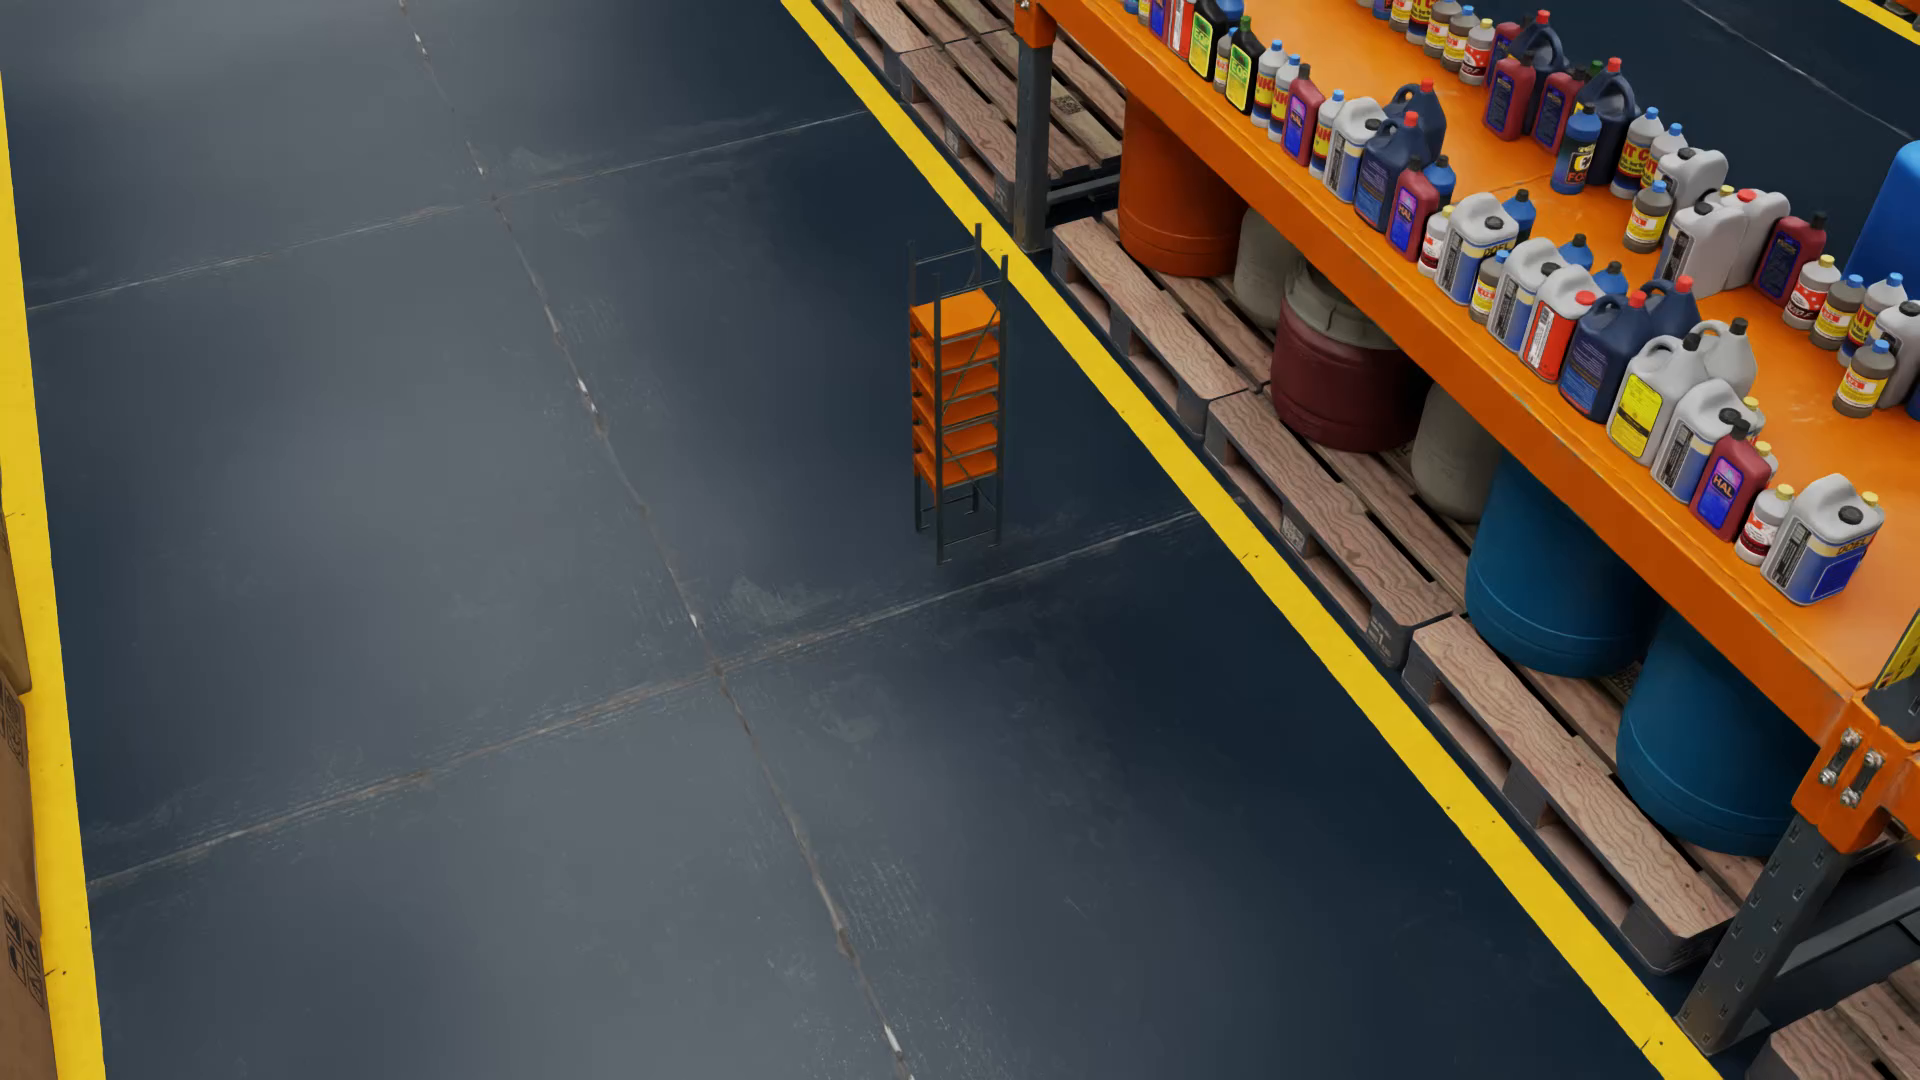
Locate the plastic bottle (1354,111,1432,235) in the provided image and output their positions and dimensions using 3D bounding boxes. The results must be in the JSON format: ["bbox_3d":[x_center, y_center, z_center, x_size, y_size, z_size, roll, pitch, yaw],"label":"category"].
[{"bbox_3d":[1.238,-1.065,4.729,0.144,0.351,0.185,-18,47,-17],"label":"plastic bottle"}]

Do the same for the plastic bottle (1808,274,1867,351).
[{"bbox_3d":[2.317,-0.606,4.370,0.097,0.201,0.097,0,45,0],"label":"plastic bottle"}]

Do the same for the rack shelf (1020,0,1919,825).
[{"bbox_3d":[1.544,-0.910,5.049,1.077,0.370,4.000,-18,47,-17],"label":"rack shelf"}]

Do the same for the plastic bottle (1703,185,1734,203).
[{"bbox_3d":[2.123,-0.900,4.668,0.097,0.201,0.097,0,45,0],"label":"plastic bottle"}]

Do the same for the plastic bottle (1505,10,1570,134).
[{"bbox_3d":[1.770,-1.449,5.118,0.144,0.351,0.185,-18,47,-17],"label":"plastic bottle"}]

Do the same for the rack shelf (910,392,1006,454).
[{"bbox_3d":[-0.006,-0.405,5.369,0.258,0.103,0.180,-18,47,-17],"label":"rack shelf"}]

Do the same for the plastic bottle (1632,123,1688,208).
[{"bbox_3d":[2.025,-1.073,4.794,0.097,0.271,0.097,0,45,0],"label":"plastic bottle"}]

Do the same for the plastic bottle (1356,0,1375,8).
[{"bbox_3d":[1.430,-1.950,5.732,0.097,0.201,0.097,0,45,0],"label":"plastic bottle"}]

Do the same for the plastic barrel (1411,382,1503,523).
[{"bbox_3d":[1.717,-0.345,5.436,0.421,0.512,0.421,0,45,0],"label":"plastic barrel"}]

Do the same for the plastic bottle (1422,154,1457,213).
[{"bbox_3d":[1.332,-0.958,4.677,0.097,0.271,0.097,0,45,0],"label":"plastic bottle"}]

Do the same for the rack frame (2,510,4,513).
[{"bbox_3d":[-3.791,-0.978,4.605,1.000,3.000,0.127,-18,47,-17],"label":"rack frame"}]

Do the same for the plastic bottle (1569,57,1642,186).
[{"bbox_3d":[1.904,-1.246,4.913,0.144,0.351,0.185,-18,47,-17],"label":"plastic bottle"}]

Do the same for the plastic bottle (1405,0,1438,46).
[{"bbox_3d":[1.553,-1.789,5.519,0.097,0.271,0.097,0,45,0],"label":"plastic bottle"}]

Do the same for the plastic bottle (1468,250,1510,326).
[{"bbox_3d":[1.430,-0.682,4.447,0.097,0.201,0.097,0,45,0],"label":"plastic bottle"}]

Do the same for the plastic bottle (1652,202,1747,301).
[{"bbox_3d":[2.009,-0.800,4.514,0.152,0.276,0.135,-18,47,-17],"label":"plastic bottle"}]

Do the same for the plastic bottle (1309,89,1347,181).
[{"bbox_3d":[1.101,-1.206,4.928,0.097,0.271,0.097,0,45,0],"label":"plastic bottle"}]

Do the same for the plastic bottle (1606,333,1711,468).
[{"bbox_3d":[1.701,-0.363,4.018,0.144,0.351,0.185,-18,47,-17],"label":"plastic bottle"}]

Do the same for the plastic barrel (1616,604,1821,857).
[{"bbox_3d":[2.172,0.354,4.451,0.600,0.901,0.708,-18,47,-17],"label":"plastic barrel"}]

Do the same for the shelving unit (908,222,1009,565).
[{"bbox_3d":[-0.006,-0.436,5.338,0.258,1.200,0.189,-18,47,-17],"label":"shelving unit"}]

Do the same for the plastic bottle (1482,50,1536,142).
[{"bbox_3d":[1.688,-1.379,5.095,0.061,0.283,0.133,-18,47,-17],"label":"plastic bottle"}]

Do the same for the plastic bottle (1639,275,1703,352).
[{"bbox_3d":[1.755,-0.524,4.180,0.144,0.351,0.185,-18,47,-17],"label":"plastic bottle"}]

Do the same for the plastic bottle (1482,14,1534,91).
[{"bbox_3d":[1.741,-1.539,5.257,0.061,0.283,0.133,-18,47,-17],"label":"plastic bottle"}]

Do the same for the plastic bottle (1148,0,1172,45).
[{"bbox_3d":[0.688,-1.805,5.527,0.061,0.283,0.133,-18,47,-17],"label":"plastic bottle"}]

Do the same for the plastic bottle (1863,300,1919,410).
[{"bbox_3d":[2.382,-0.488,4.197,0.152,0.276,0.135,-18,47,-17],"label":"plastic bottle"}]

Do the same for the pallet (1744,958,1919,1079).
[{"bbox_3d":[2.729,1.558,4.021,1.003,0.211,1.213,-18,47,-17],"label":"pallet"}]

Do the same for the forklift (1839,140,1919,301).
[{"bbox_3d":[4.685,-1.400,5.082,3.031,2.935,1.130,-4,45,-4],"label":"forklift"}]

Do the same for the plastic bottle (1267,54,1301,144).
[{"bbox_3d":[1.004,-1.353,5.077,0.097,0.271,0.097,0,45,0],"label":"plastic bottle"}]

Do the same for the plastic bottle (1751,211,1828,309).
[{"bbox_3d":[2.244,-0.776,4.484,0.061,0.283,0.133,-18,47,-17],"label":"plastic bottle"}]

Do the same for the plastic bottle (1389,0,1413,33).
[{"bbox_3d":[1.512,-1.826,5.606,0.097,0.201,0.097,0,45,0],"label":"plastic bottle"}]

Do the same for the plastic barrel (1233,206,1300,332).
[{"bbox_3d":[1.243,-1.064,6.165,0.421,0.512,0.421,0,45,0],"label":"plastic barrel"}]

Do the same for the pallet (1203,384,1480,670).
[{"bbox_3d":[1.581,-0.182,5.784,1.003,0.211,1.213,-18,47,-17],"label":"pallet"}]

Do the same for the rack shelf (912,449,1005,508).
[{"bbox_3d":[-0.006,-0.234,5.538,0.258,0.103,0.180,-18,47,-17],"label":"rack shelf"}]

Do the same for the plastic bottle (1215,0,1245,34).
[{"bbox_3d":[0.865,-1.665,5.393,0.097,0.271,0.097,0,45,0],"label":"plastic bottle"}]

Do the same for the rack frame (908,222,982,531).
[{"bbox_3d":[-0.045,-0.495,5.397,0.240,1.200,0.006,-18,47,-17],"label":"rack frame"}]

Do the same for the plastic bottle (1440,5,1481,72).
[{"bbox_3d":[1.635,-1.640,5.418,0.097,0.201,0.097,0,45,0],"label":"plastic bottle"}]

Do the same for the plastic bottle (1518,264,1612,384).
[{"bbox_3d":[1.560,-0.557,4.268,0.152,0.276,0.135,-18,47,-17],"label":"plastic bottle"}]

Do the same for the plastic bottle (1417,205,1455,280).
[{"bbox_3d":[1.332,-0.830,4.597,0.097,0.201,0.097,0,45,0],"label":"plastic bottle"}]

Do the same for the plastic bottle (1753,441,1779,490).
[{"bbox_3d":[1.851,-0.145,3.903,0.097,0.201,0.097,0,45,0],"label":"plastic bottle"}]

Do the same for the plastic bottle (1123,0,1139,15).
[{"bbox_3d":[0.616,-1.942,5.674,0.097,0.271,0.097,0,45,0],"label":"plastic bottle"}]

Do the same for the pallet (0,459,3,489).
[{"bbox_3d":[-4.118,-0.484,6.090,1.003,0.211,1.213,-18,47,-17],"label":"pallet"}]

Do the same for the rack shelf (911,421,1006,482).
[{"bbox_3d":[-0.006,-0.319,5.453,0.258,0.103,0.180,-18,47,-17],"label":"rack shelf"}]

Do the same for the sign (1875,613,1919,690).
[{"bbox_3d":[1.885,0.171,3.244,0.100,0.325,0.005,-18,47,-17],"label":"sign"}]

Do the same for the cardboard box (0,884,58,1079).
[{"bbox_3d":[-2.773,1.207,3.605,1.225,0.875,0.875,-20,48,-19],"label":"cardboard box"}]

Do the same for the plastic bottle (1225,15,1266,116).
[{"bbox_3d":[0.898,-1.487,5.205,0.061,0.283,0.133,-18,47,-17],"label":"plastic bottle"}]

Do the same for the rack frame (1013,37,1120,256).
[{"bbox_3d":[0.703,-2.441,6.088,1.000,3.000,0.127,-18,47,-17],"label":"rack frame"}]

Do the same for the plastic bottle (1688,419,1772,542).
[{"bbox_3d":[1.787,-0.140,3.839,0.061,0.283,0.133,-18,47,-17],"label":"plastic bottle"}]

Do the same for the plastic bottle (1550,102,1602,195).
[{"bbox_3d":[1.812,-1.155,4.876,0.097,0.271,0.097,0,45,0],"label":"plastic bottle"}]

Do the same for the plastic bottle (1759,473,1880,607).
[{"bbox_3d":[1.926,-0.003,3.706,0.152,0.276,0.135,-18,47,-17],"label":"plastic bottle"}]

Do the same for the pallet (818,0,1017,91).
[{"bbox_3d":[-0.097,-2.730,8.366,1.003,0.211,1.213,-18,47,-17],"label":"pallet"}]

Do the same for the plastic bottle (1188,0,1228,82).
[{"bbox_3d":[0.801,-1.634,5.354,0.061,0.283,0.133,-18,47,-17],"label":"plastic bottle"}]

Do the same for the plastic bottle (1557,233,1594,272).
[{"bbox_3d":[1.609,-0.690,4.405,0.097,0.271,0.097,0,45,0],"label":"plastic bottle"}]

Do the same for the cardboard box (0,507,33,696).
[{"bbox_3d":[-3.520,0.075,4.752,1.225,0.875,0.875,-20,48,-19],"label":"cardboard box"}]
